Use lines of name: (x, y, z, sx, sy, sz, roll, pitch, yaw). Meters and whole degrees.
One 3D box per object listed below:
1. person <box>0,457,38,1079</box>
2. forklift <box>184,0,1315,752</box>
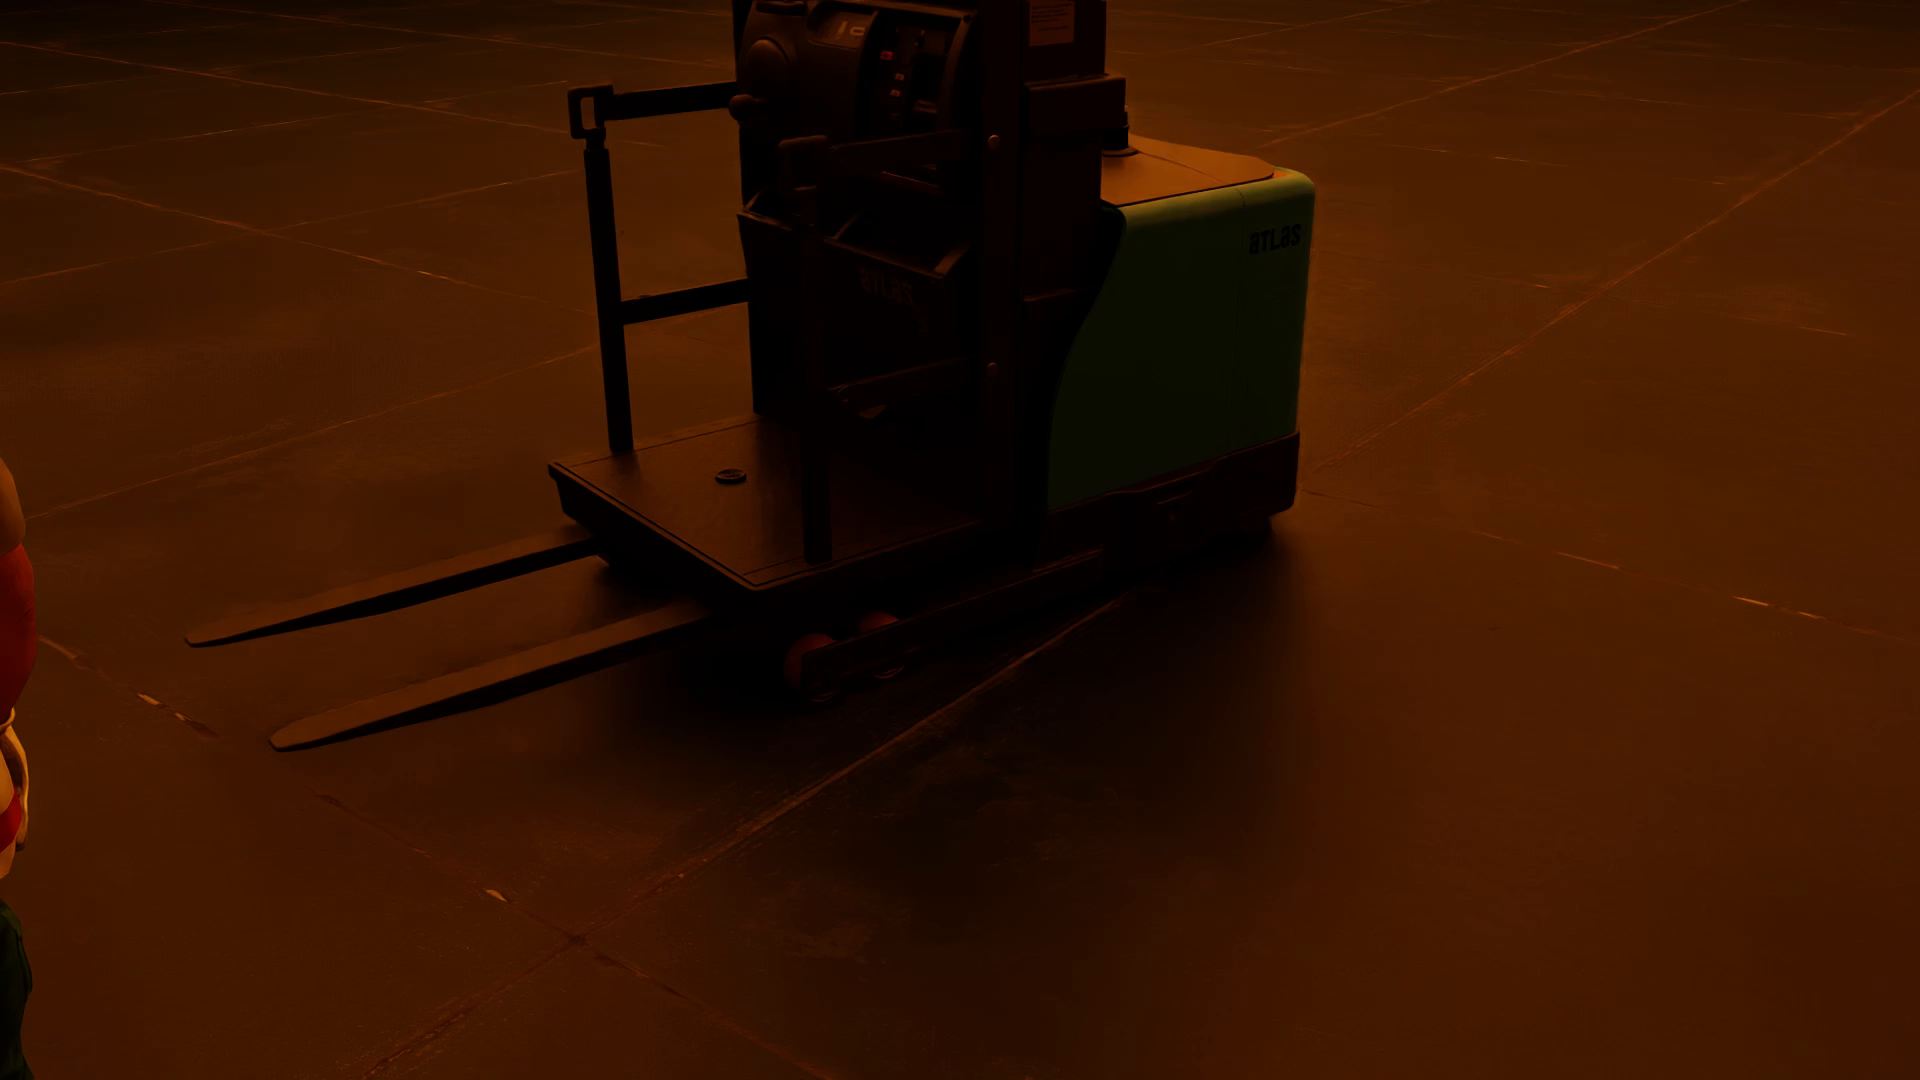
person: (-1.321, 0.391, 1.846, 0.565, 1.787, 0.639, 5, 24, 11)
forklift: (-0.442, -1.183, 4.057, 3.031, 2.935, 1.130, -18, 29, -35)
